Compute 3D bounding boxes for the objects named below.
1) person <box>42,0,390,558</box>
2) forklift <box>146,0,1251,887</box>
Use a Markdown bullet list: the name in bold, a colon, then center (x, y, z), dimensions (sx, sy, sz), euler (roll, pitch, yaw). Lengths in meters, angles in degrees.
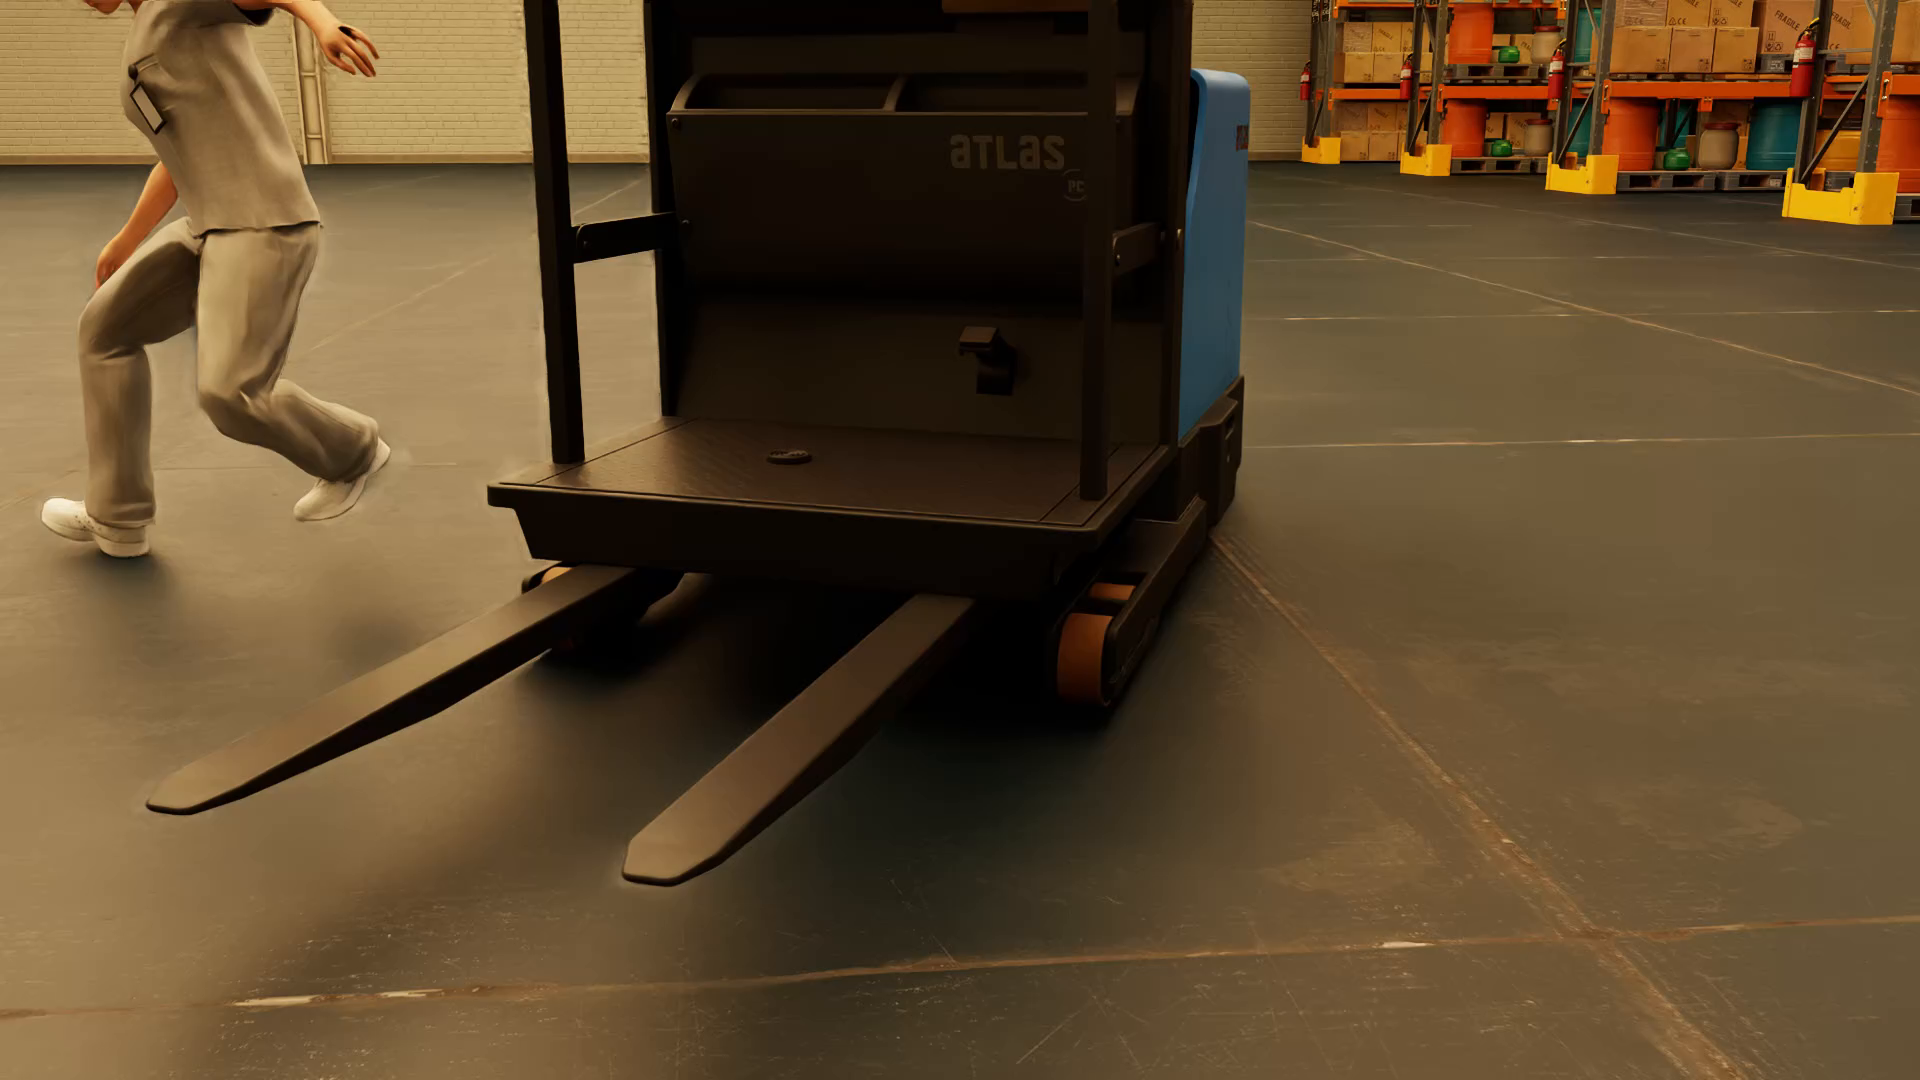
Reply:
- **person**: center (-1.599, -0.652, 3.569), dimensions (0.705, 1.450, 1.063), euler (-11, 18, -35)
- **forklift**: center (-0.173, -1.242, 2.893), dimensions (1.130, 2.935, 3.031), euler (4, 15, 16)
